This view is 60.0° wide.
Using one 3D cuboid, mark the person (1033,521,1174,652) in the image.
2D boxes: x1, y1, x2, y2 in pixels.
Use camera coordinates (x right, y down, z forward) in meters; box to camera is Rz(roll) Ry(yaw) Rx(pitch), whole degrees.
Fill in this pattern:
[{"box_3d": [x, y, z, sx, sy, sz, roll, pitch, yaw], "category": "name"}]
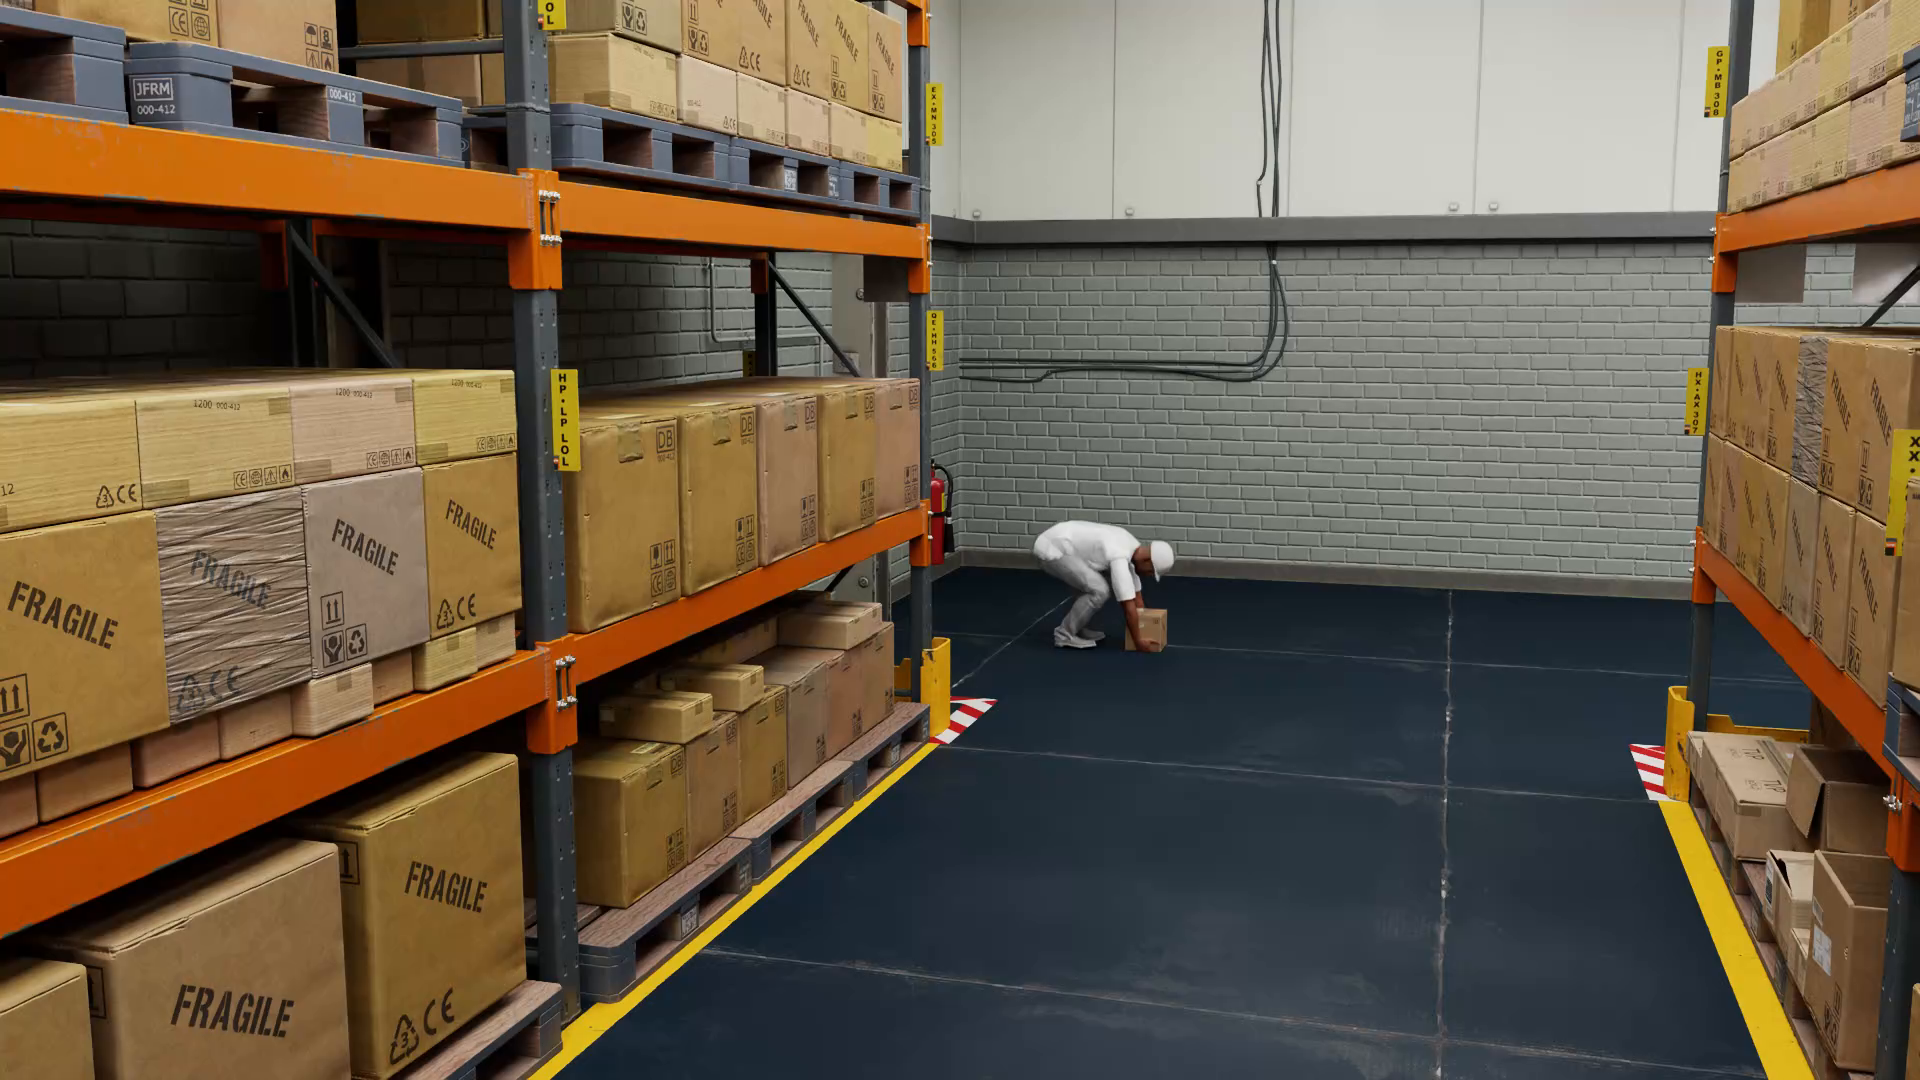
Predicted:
[{"box_3d": [1.010, 0.313, 11.707, 0.978, 0.896, 0.504, 2, 9, 14], "category": "person"}]
